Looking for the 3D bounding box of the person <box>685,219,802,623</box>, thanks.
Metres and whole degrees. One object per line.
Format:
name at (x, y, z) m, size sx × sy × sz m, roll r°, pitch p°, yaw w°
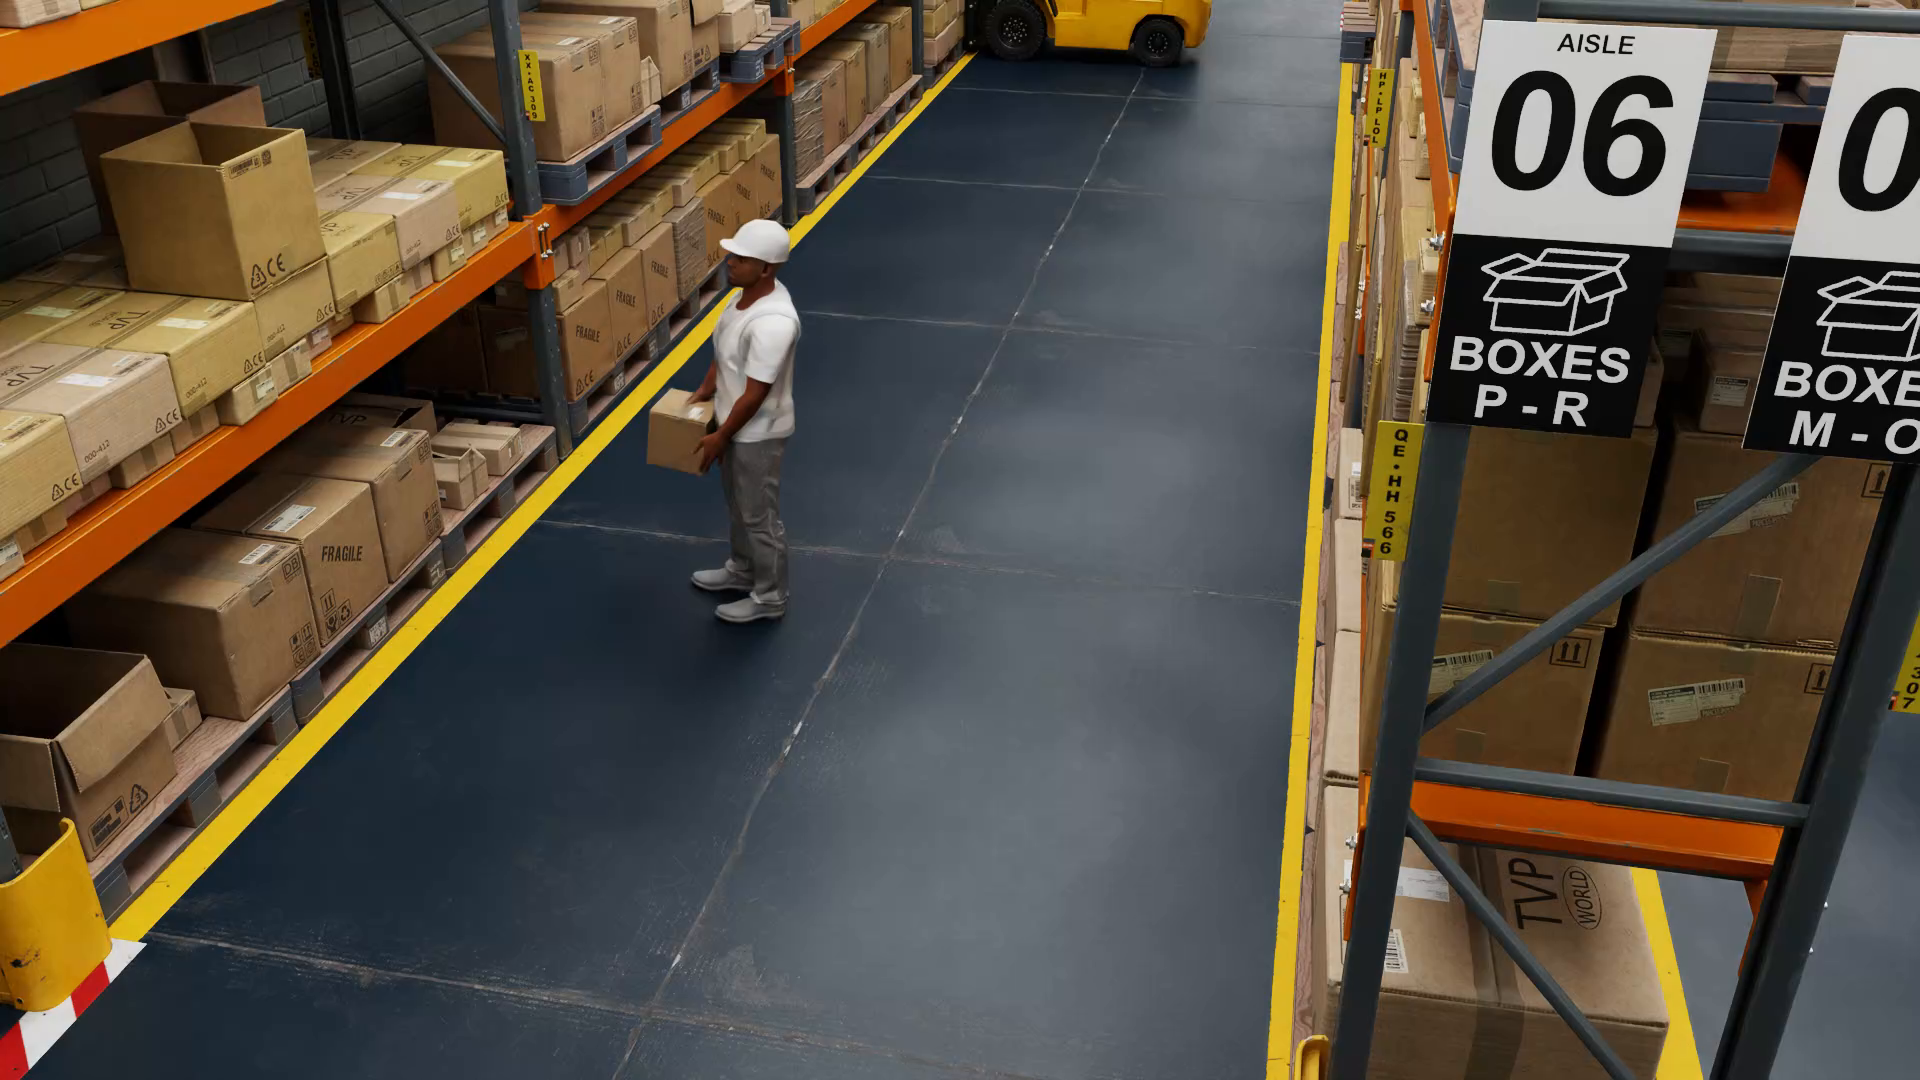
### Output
person at (-0.920, -0.484, 6.966) m, size 0.503 × 1.772 × 0.604 m, roll -8°, pitch 30°, yaw -15°
